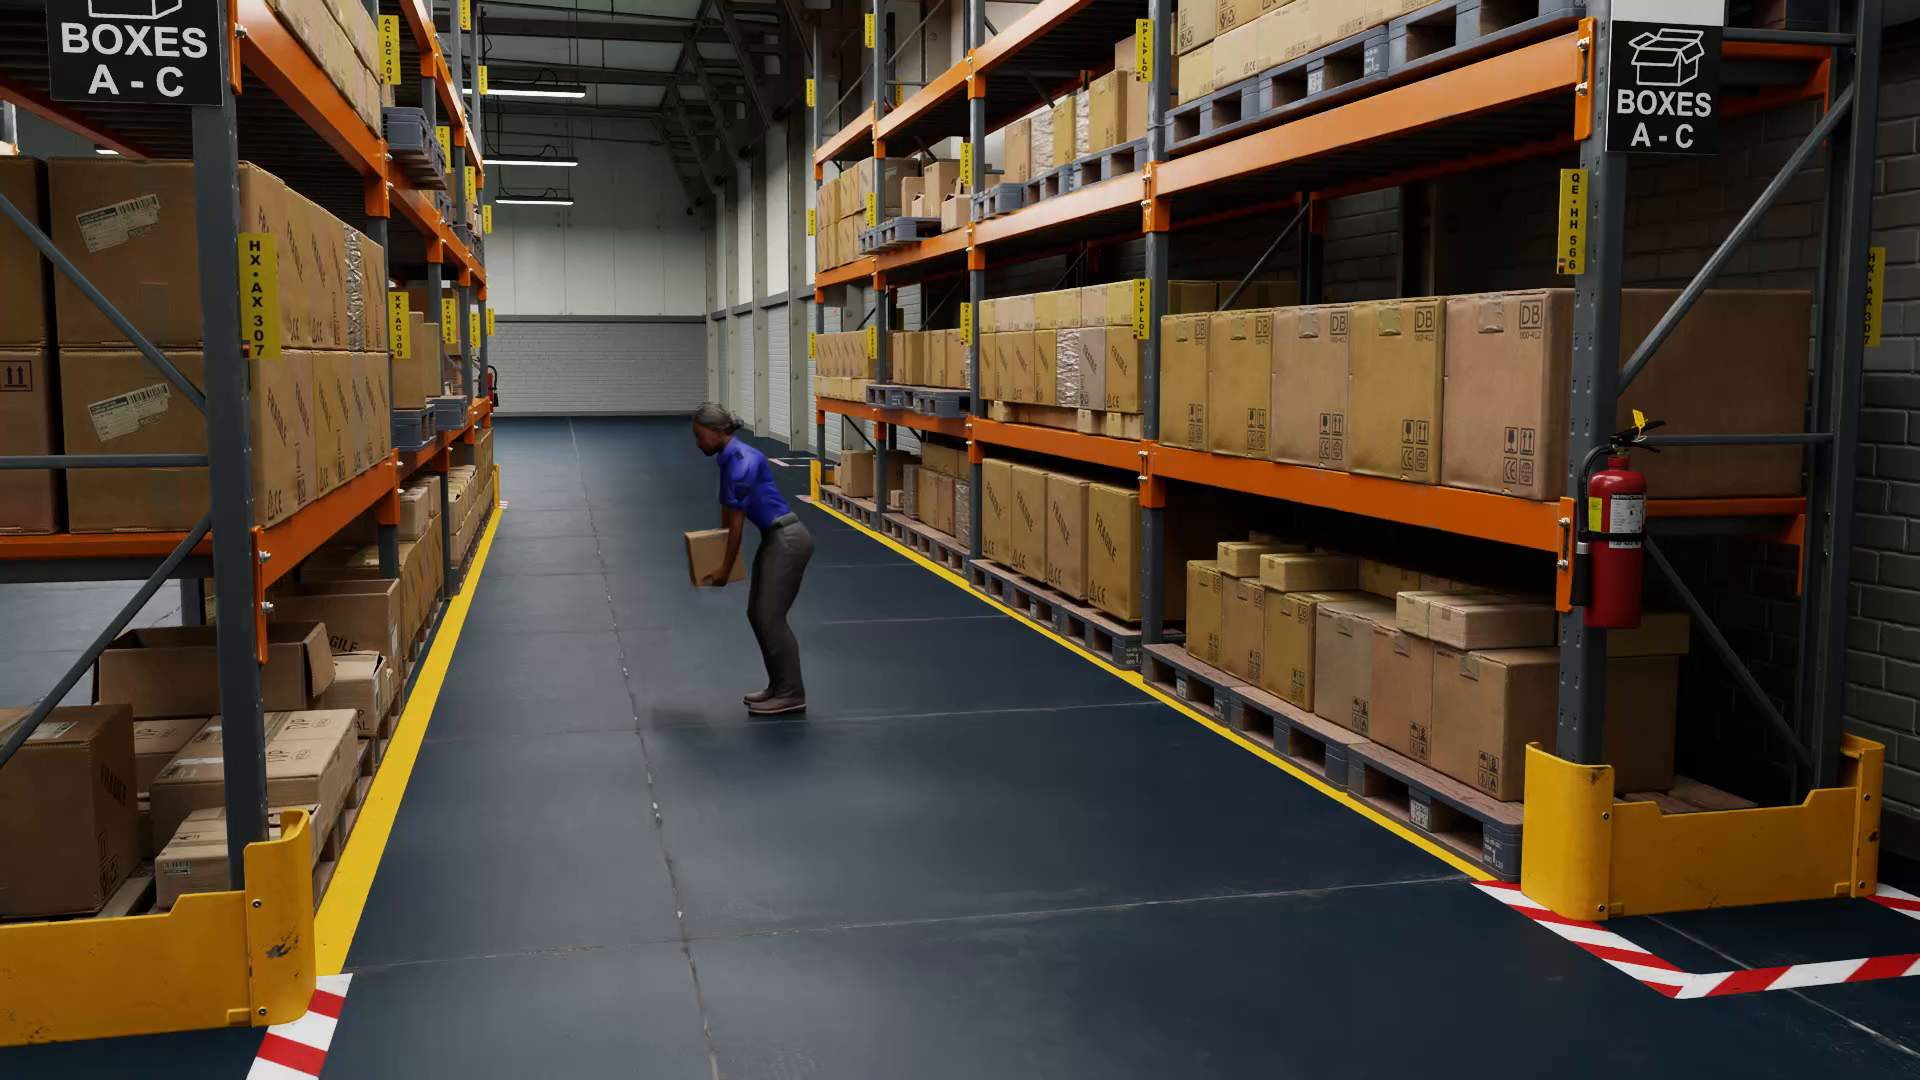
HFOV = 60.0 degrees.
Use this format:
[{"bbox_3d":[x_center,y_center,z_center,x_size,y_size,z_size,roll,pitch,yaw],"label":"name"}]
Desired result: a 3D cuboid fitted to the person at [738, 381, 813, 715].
[{"bbox_3d":[-0.930,0.031,8.396,0.353,1.661,0.488,-2,6,-15],"label":"person"}]
